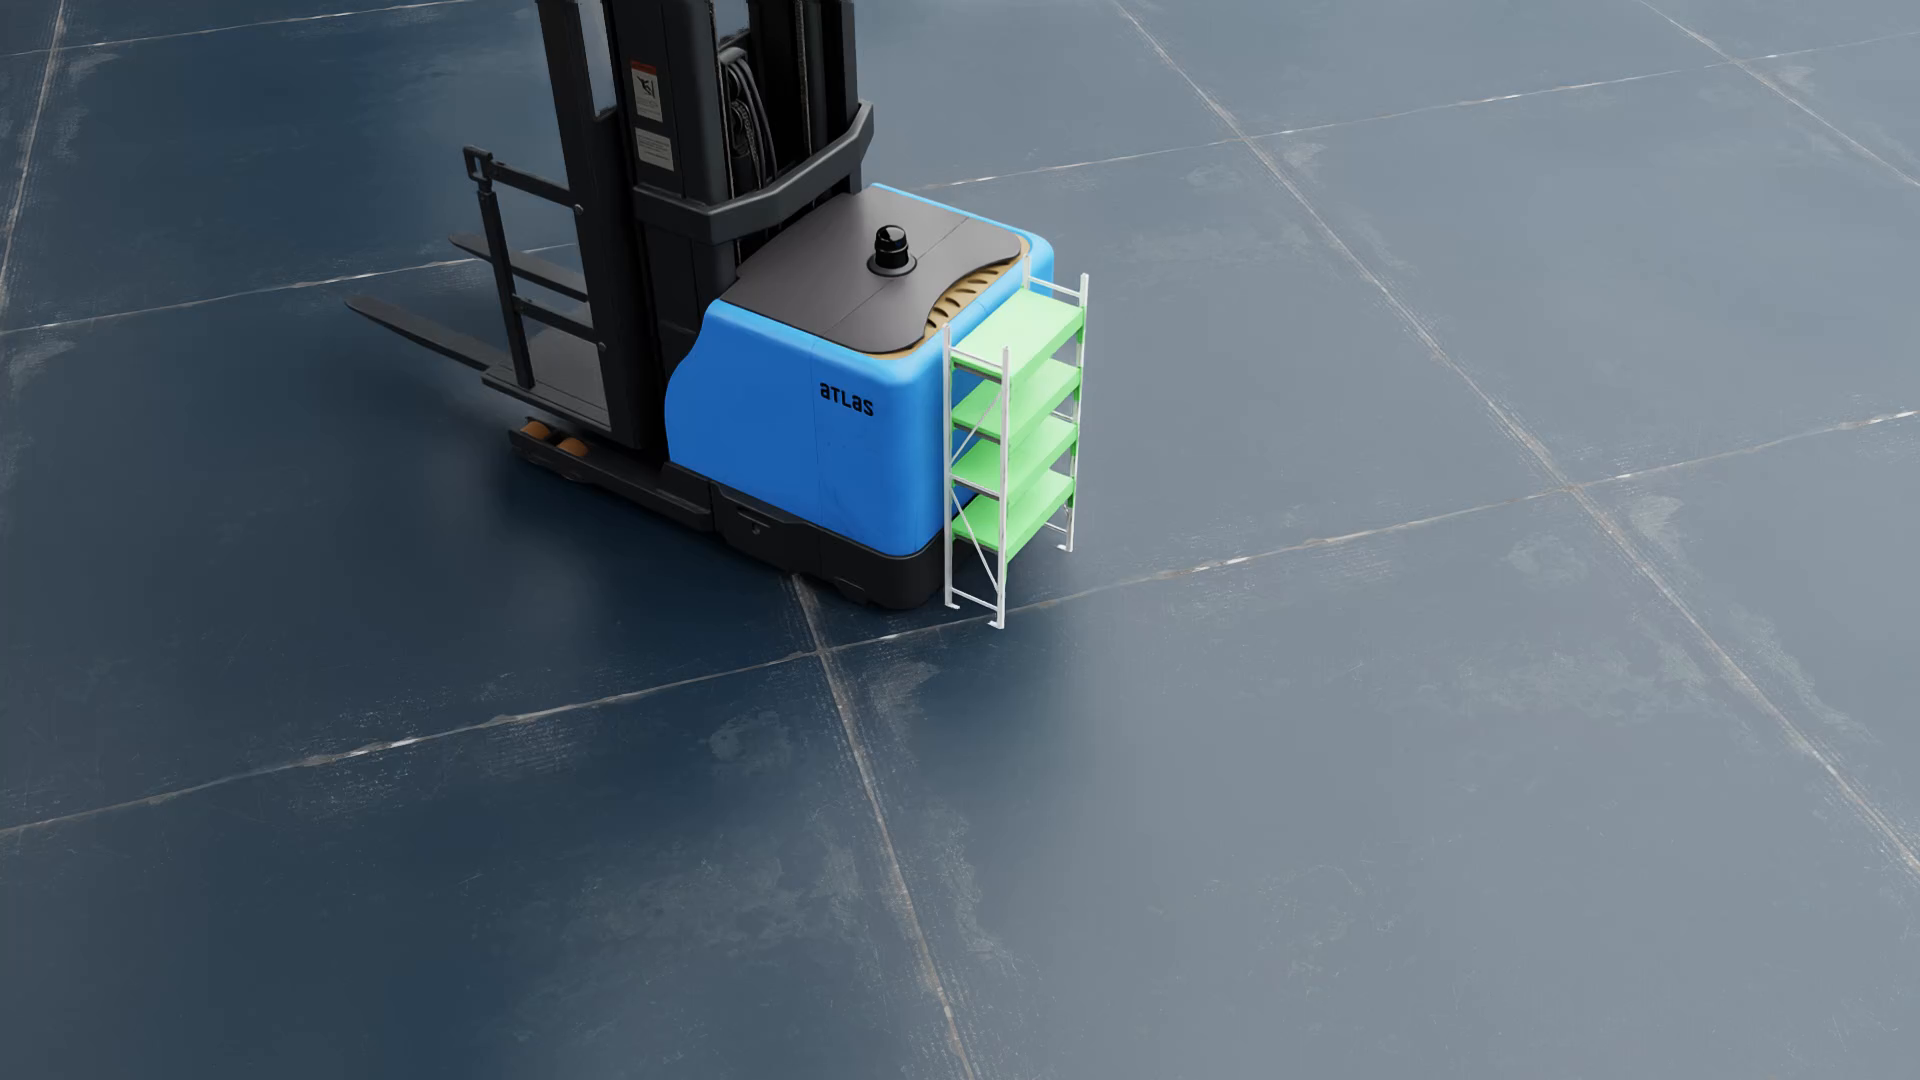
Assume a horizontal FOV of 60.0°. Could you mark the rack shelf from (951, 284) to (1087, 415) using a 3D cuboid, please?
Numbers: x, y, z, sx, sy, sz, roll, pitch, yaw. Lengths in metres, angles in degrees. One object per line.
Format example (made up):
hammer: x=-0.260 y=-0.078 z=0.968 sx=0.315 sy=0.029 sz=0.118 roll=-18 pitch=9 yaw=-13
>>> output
rack shelf: x=0.182 y=-0.628 z=5.425 sx=0.258 sy=0.148 sz=0.480 roll=23 pitch=46 yaw=24

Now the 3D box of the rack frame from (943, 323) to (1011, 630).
rack frame: x=0.051 y=-0.180 z=5.544 sx=0.240 sy=1.200 sz=0.015 roll=23 pitch=46 yaw=24

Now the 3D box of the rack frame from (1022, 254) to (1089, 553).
rack frame: x=0.314 y=-0.450 z=5.853 sx=0.240 sy=1.200 sz=0.015 roll=23 pitch=46 yaw=24

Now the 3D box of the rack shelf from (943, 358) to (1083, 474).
rack shelf: x=0.182 y=-0.448 z=5.583 sx=0.258 sy=0.148 sz=0.480 roll=23 pitch=46 yaw=24

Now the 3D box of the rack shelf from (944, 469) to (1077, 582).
rack shelf: x=0.182 y=-0.086 z=5.898 sx=0.258 sy=0.148 sz=0.480 roll=23 pitch=46 yaw=24

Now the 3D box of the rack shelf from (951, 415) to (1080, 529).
rack shelf: x=0.182 y=-0.267 z=5.741 sx=0.258 sy=0.148 sz=0.480 roll=23 pitch=46 yaw=24

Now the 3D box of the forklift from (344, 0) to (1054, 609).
forklift: x=-1.172 y=-1.605 z=5.859 sx=3.031 sy=2.935 sz=1.130 roll=23 pitch=46 yaw=24

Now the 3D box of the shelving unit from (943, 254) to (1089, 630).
shelving unit: x=0.182 y=-0.315 z=5.698 sx=0.258 sy=1.200 sz=0.503 roll=23 pitch=46 yaw=24
